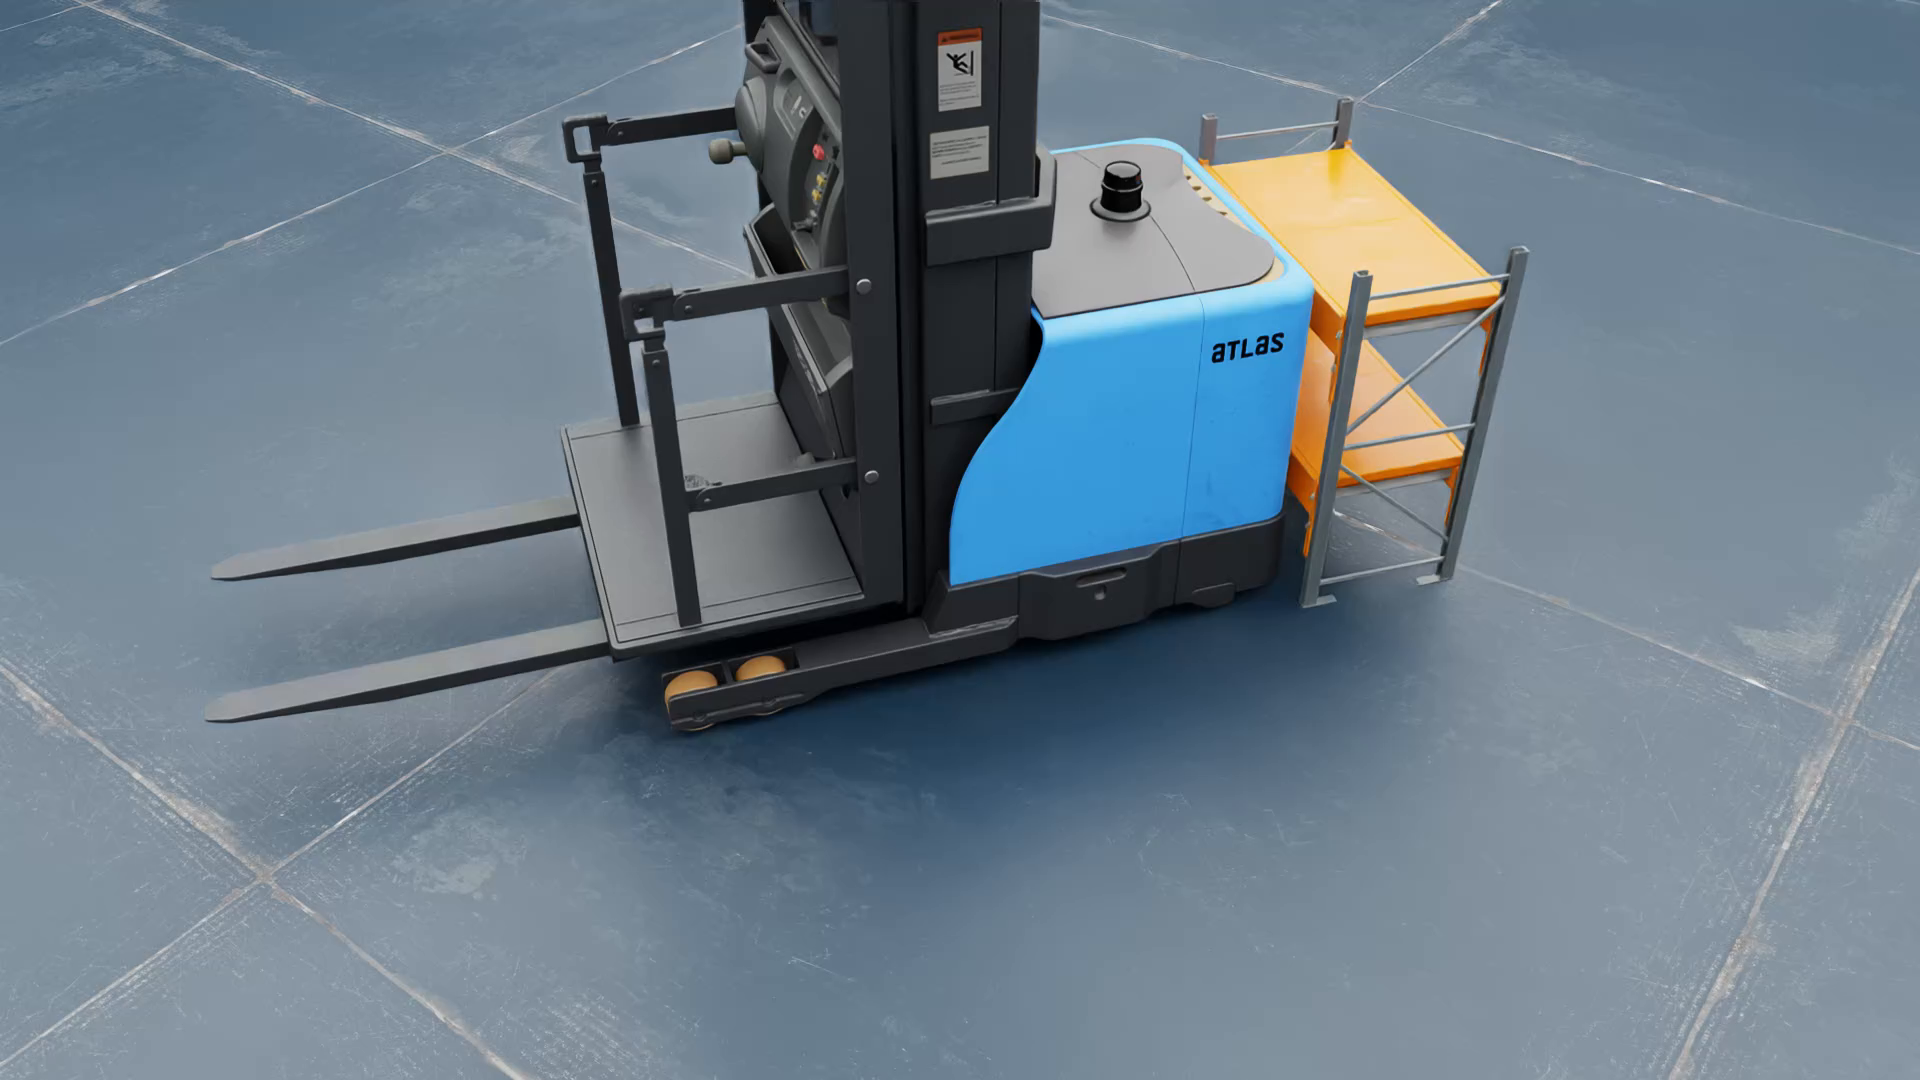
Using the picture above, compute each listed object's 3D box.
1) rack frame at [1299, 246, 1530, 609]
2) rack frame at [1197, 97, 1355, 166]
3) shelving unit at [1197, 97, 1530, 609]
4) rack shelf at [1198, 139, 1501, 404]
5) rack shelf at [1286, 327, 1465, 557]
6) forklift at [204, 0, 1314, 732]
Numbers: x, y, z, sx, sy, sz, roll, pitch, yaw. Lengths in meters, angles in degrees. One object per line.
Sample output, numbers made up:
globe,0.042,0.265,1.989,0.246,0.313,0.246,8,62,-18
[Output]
rack frame,1.265,-0.288,4.706,0.500,1.125,0.032,-10,39,-13
rack frame,0.983,-0.890,5.475,0.500,1.125,0.032,-10,39,-13
shelving unit,1.124,-0.589,5.090,0.538,1.125,1.048,-10,39,-13
rack shelf,1.124,-0.820,4.910,0.538,0.278,1.000,-10,39,-13
rack shelf,1.124,-0.397,5.241,0.538,0.278,1.000,-10,39,-13
forklift,-0.614,-0.996,4.144,3.031,2.935,1.130,-11,39,-14
